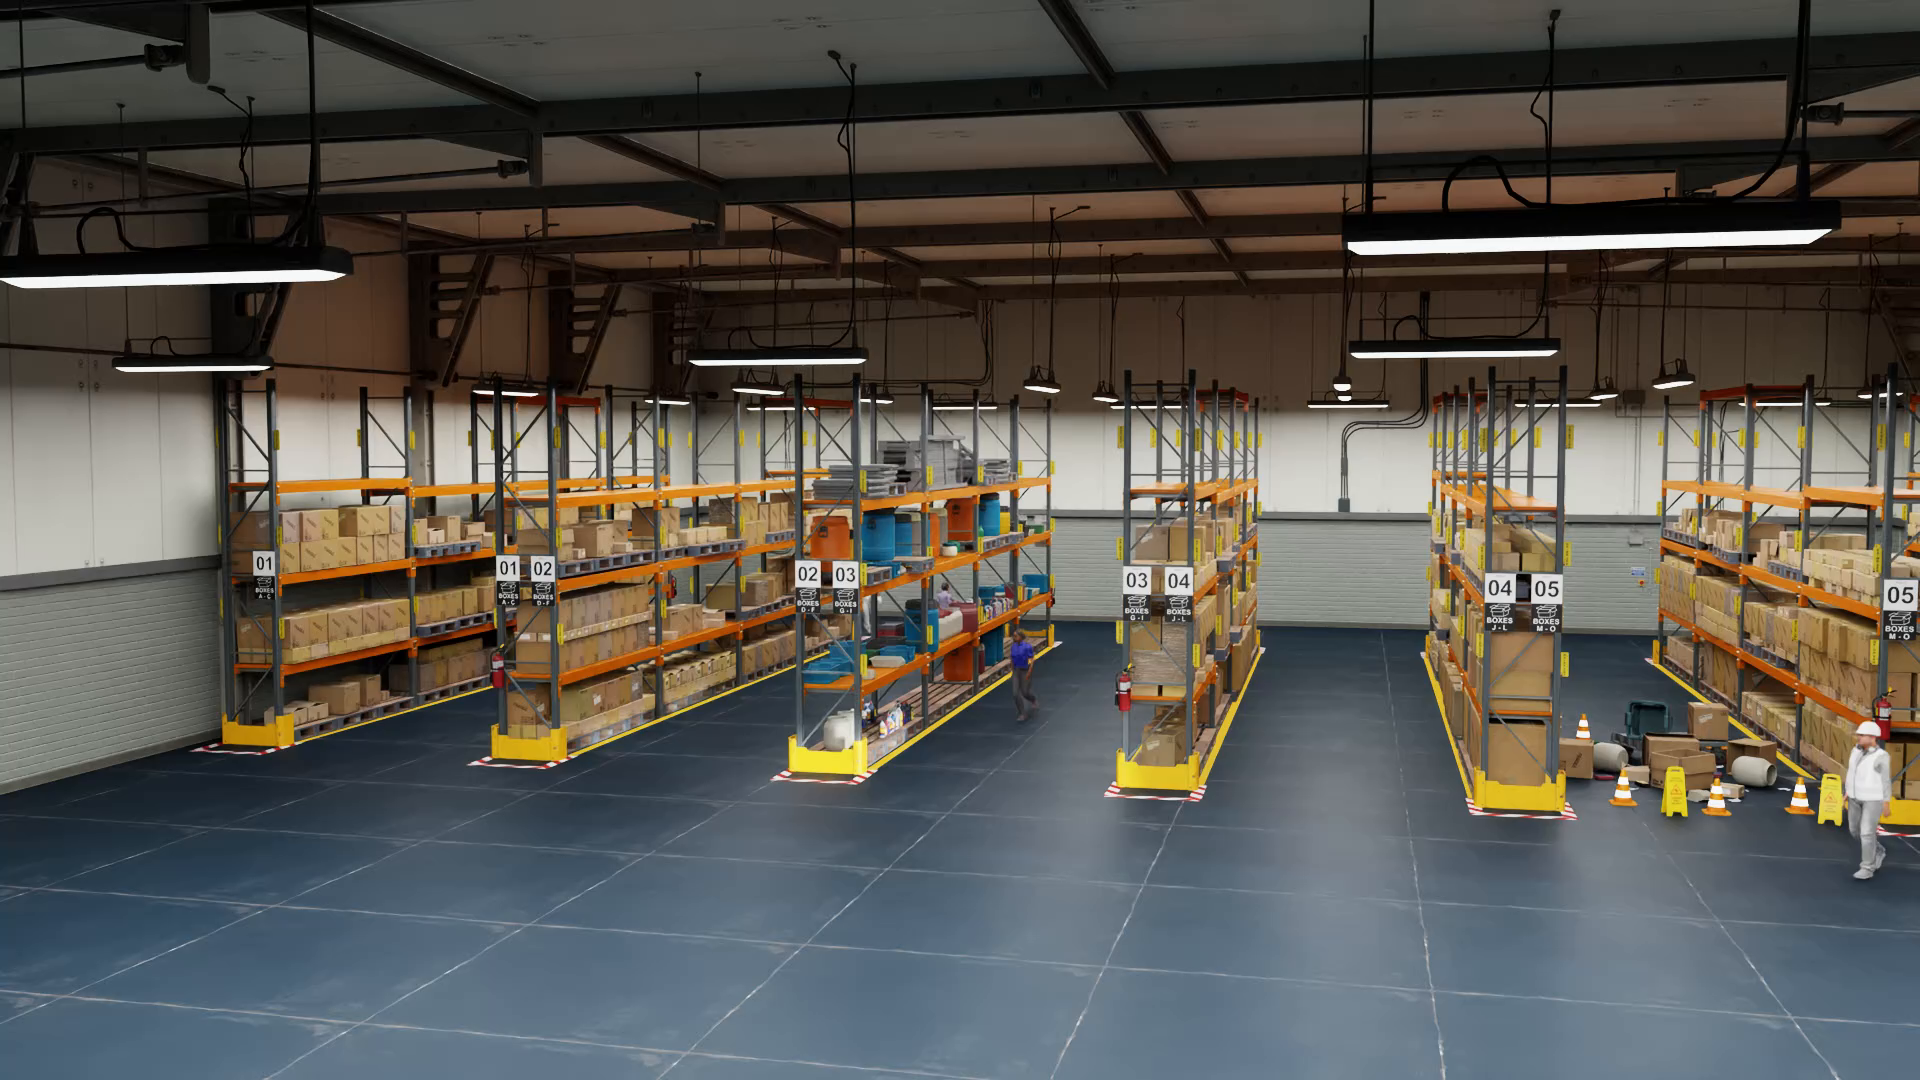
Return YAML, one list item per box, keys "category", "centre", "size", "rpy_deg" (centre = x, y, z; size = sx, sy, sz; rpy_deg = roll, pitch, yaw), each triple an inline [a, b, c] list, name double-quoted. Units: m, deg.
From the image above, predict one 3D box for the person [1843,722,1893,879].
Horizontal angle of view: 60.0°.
- category: "person"
  centre: [10.474, 2.962, 19.129]
  size: [0.718, 1.767, 0.530]
  rpy_deg: [-1, 4, -17]

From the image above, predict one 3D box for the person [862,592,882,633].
- category: "person"
  centre: [-2.363, 1.513, 43.271]
  size: [0.582, 1.719, 1.077]
  rpy_deg: [-1, 4, -22]

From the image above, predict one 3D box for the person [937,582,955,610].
- category: "person"
  centre: [-0.365, 1.833, 39.321]
  size: [0.532, 1.633, 0.482]
  rpy_deg: [3, 5, 42]

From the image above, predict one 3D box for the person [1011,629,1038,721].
- category: "person"
  centre: [1.135, 2.408, 29.863]
  size: [0.504, 1.627, 0.562]
  rpy_deg: [2, 4, 31]
